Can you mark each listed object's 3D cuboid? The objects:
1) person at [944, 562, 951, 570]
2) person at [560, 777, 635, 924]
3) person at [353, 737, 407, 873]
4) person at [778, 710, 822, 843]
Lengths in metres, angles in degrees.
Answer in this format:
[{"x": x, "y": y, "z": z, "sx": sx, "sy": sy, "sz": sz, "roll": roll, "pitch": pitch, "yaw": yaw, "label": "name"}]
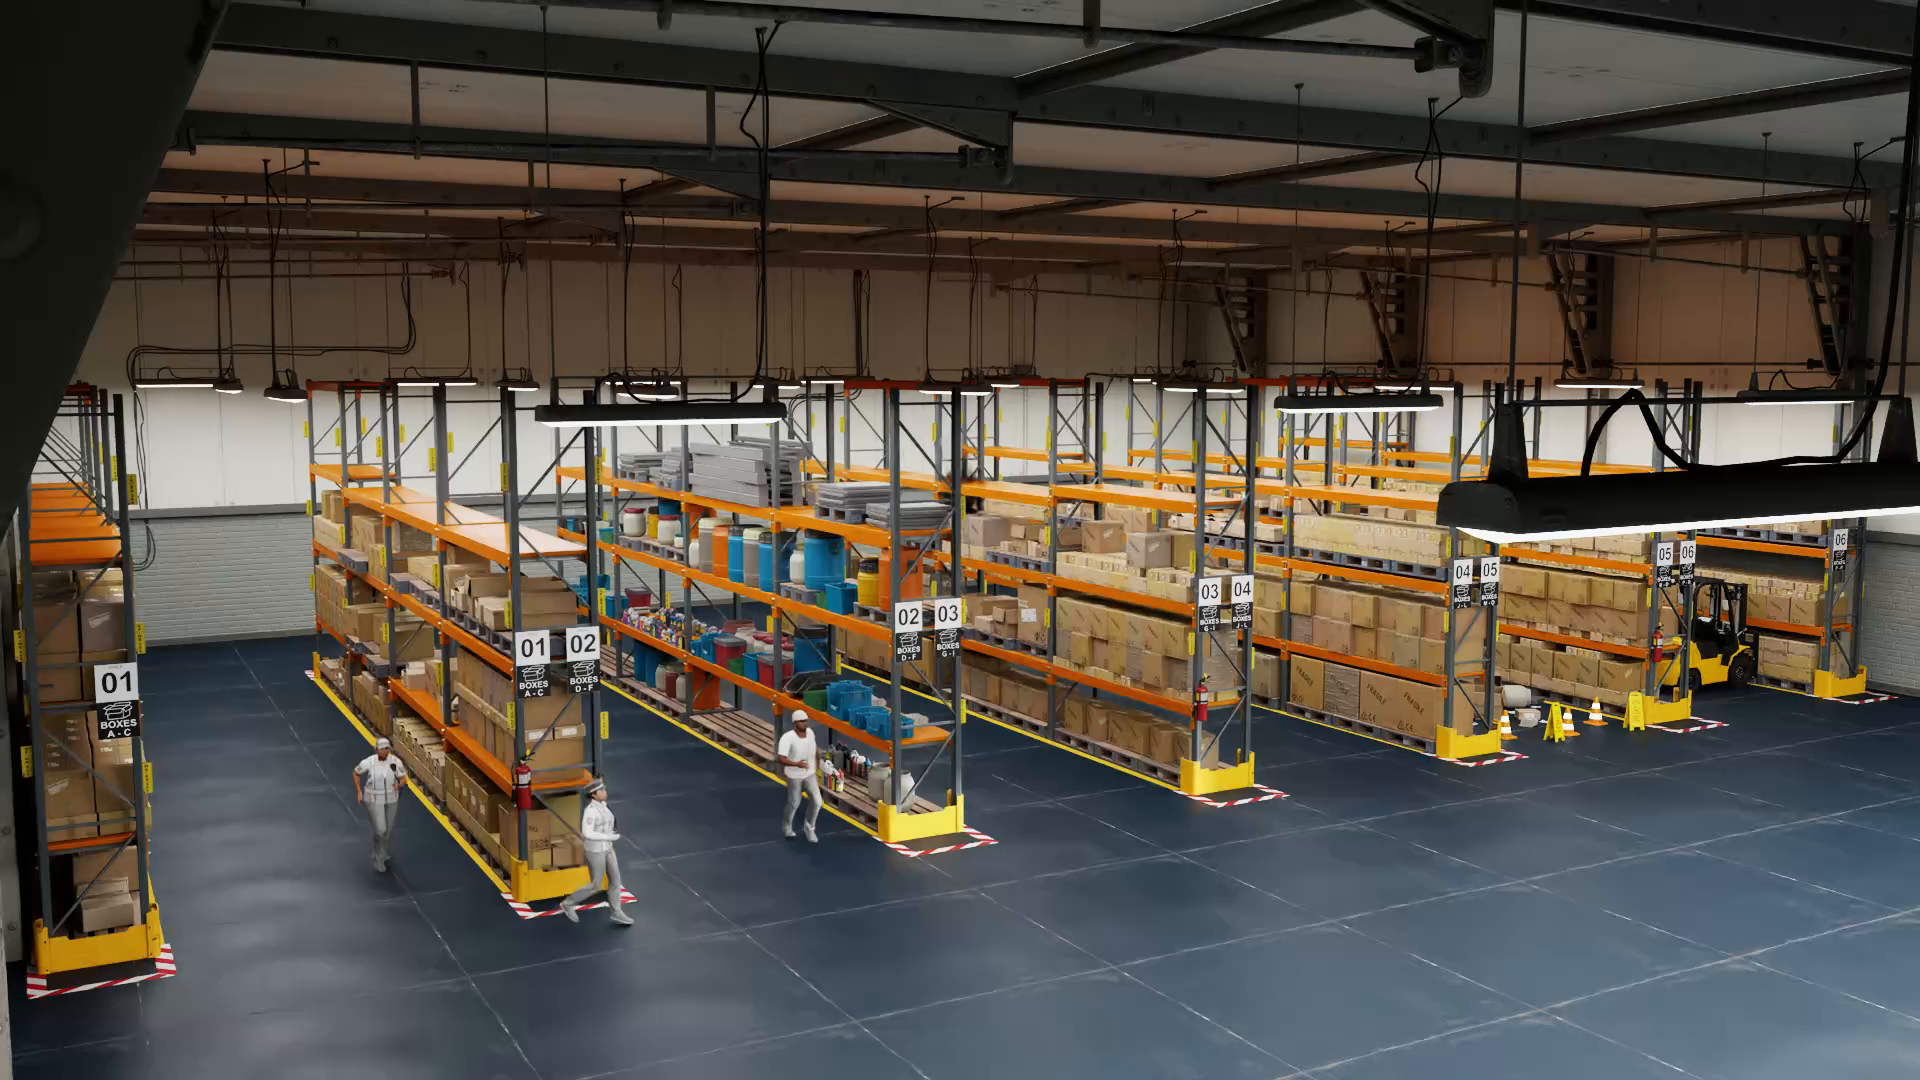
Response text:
[{"x": -0.283, "y": 1.364, "z": 38.592, "sx": 0.655, "sy": 1.739, "sz": 0.844, "roll": -2, "pitch": 6, "yaw": -19, "label": "person"}, {"x": -4.086, "y": 3.503, "z": 18.686, "sx": 0.812, "sy": 1.705, "sz": 0.635, "roll": 0, "pitch": 6, "yaw": 0, "label": "person"}, {"x": -7.225, "y": 3.306, "z": 20.812, "sx": 0.570, "sy": 1.705, "sz": 0.796, "roll": -5, "pitch": 8, "yaw": -38, "label": "person"}, {"x": -2.088, "y": 3.135, "z": 21.967, "sx": 0.730, "sy": 1.816, "sz": 0.725, "roll": -5, "pitch": 8, "yaw": -39, "label": "person"}]
